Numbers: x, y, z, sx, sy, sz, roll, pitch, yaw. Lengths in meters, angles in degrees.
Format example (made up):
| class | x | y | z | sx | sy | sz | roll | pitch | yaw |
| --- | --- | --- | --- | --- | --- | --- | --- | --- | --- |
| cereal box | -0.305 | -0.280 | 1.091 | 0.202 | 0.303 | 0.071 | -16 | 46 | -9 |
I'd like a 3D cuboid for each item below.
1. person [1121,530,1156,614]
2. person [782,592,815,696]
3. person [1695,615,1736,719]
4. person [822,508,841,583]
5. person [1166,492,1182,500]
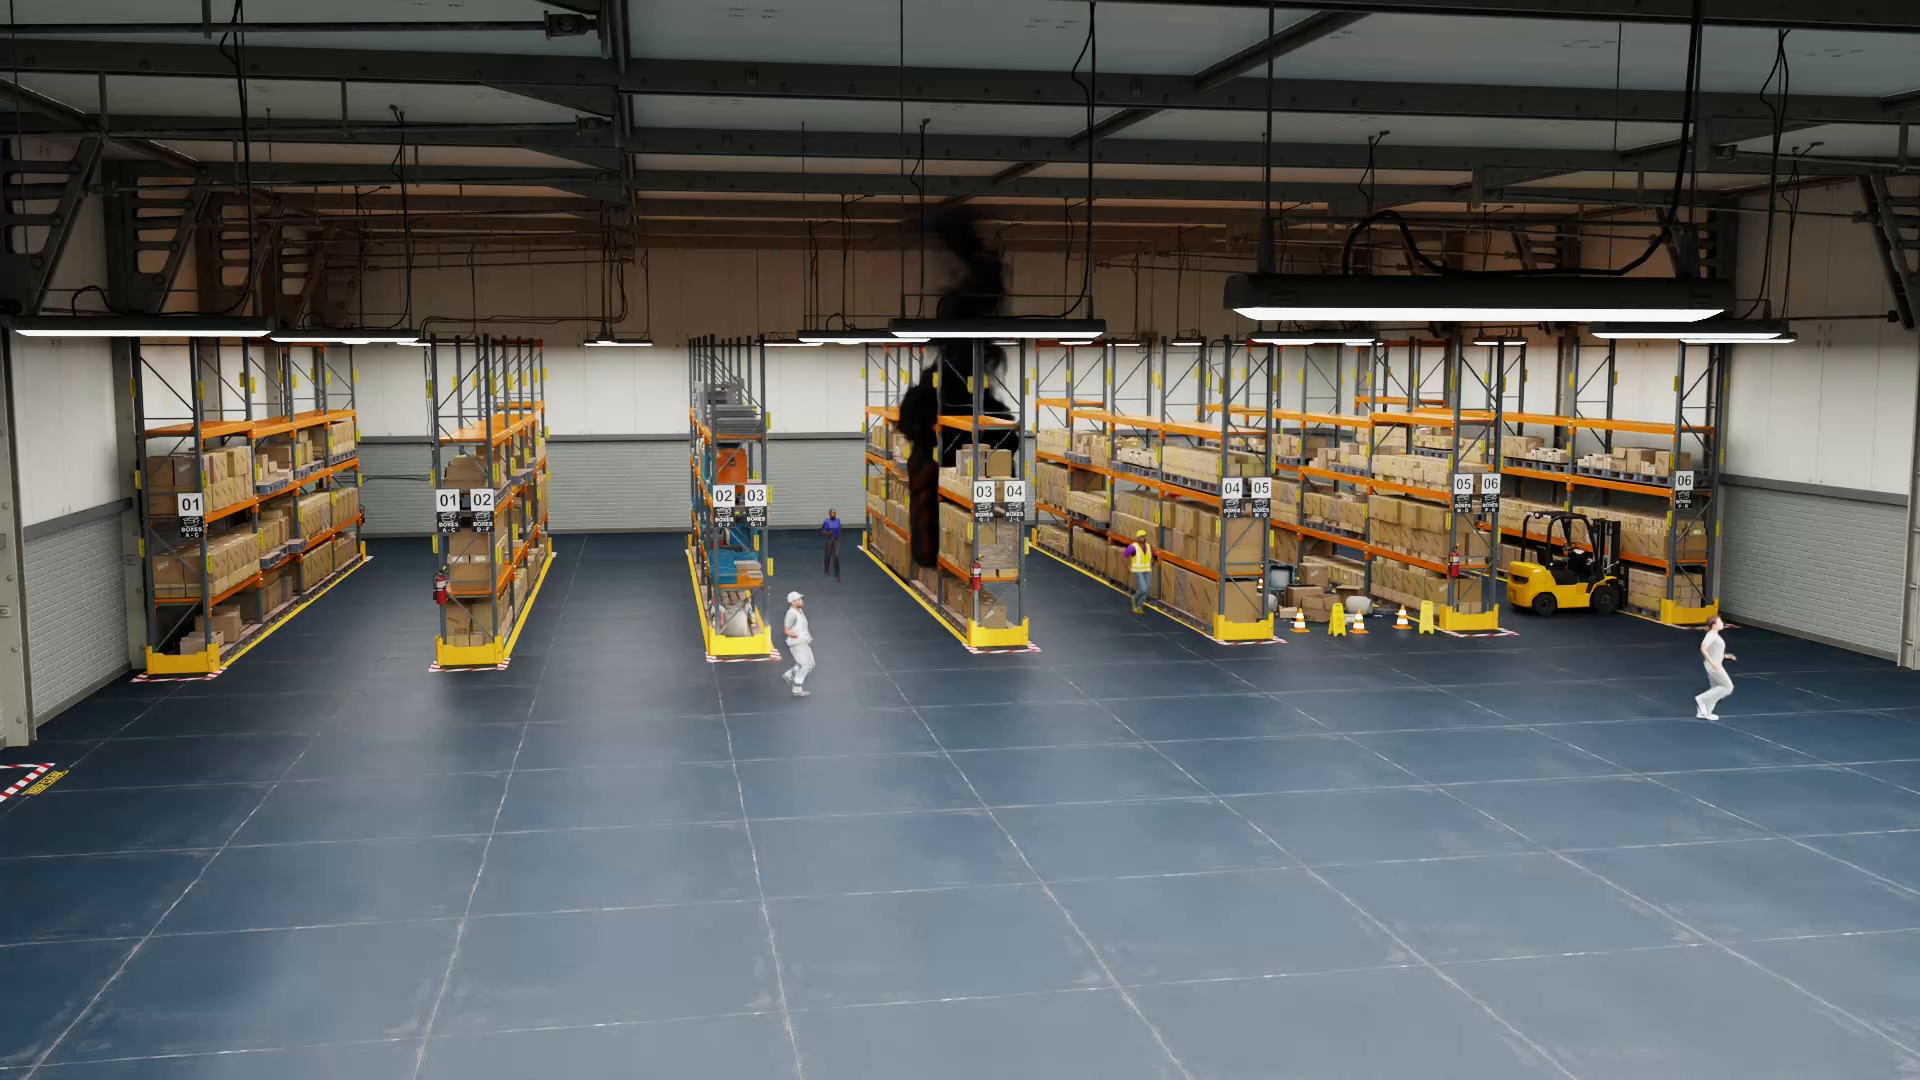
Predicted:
| class | x | y | z | sx | sy | sz | roll | pitch | yaw |
| --- | --- | --- | --- | --- | --- | --- | --- | --- | --- |
| person | 3.742 | 0.665 | 34.105 | 0.705 | 1.737 | 0.580 | -3 | 7 | -27 |
| person | -2.679 | 1.716 | 27.470 | 0.614 | 1.738 | 0.652 | 2 | 7 | 14 |
| person | 11.703 | 1.973 | 25.730 | 0.553 | 1.630 | 0.557 | 3 | 7 | 24 |
| person | -3.028 | 0.115 | 39.456 | 0.526 | 1.750 | 0.780 | -2 | 7 | -18 |
| person | 6.525 | -0.941 | 50.806 | 0.895 | 1.748 | 0.668 | 0 | 7 | -4 |
